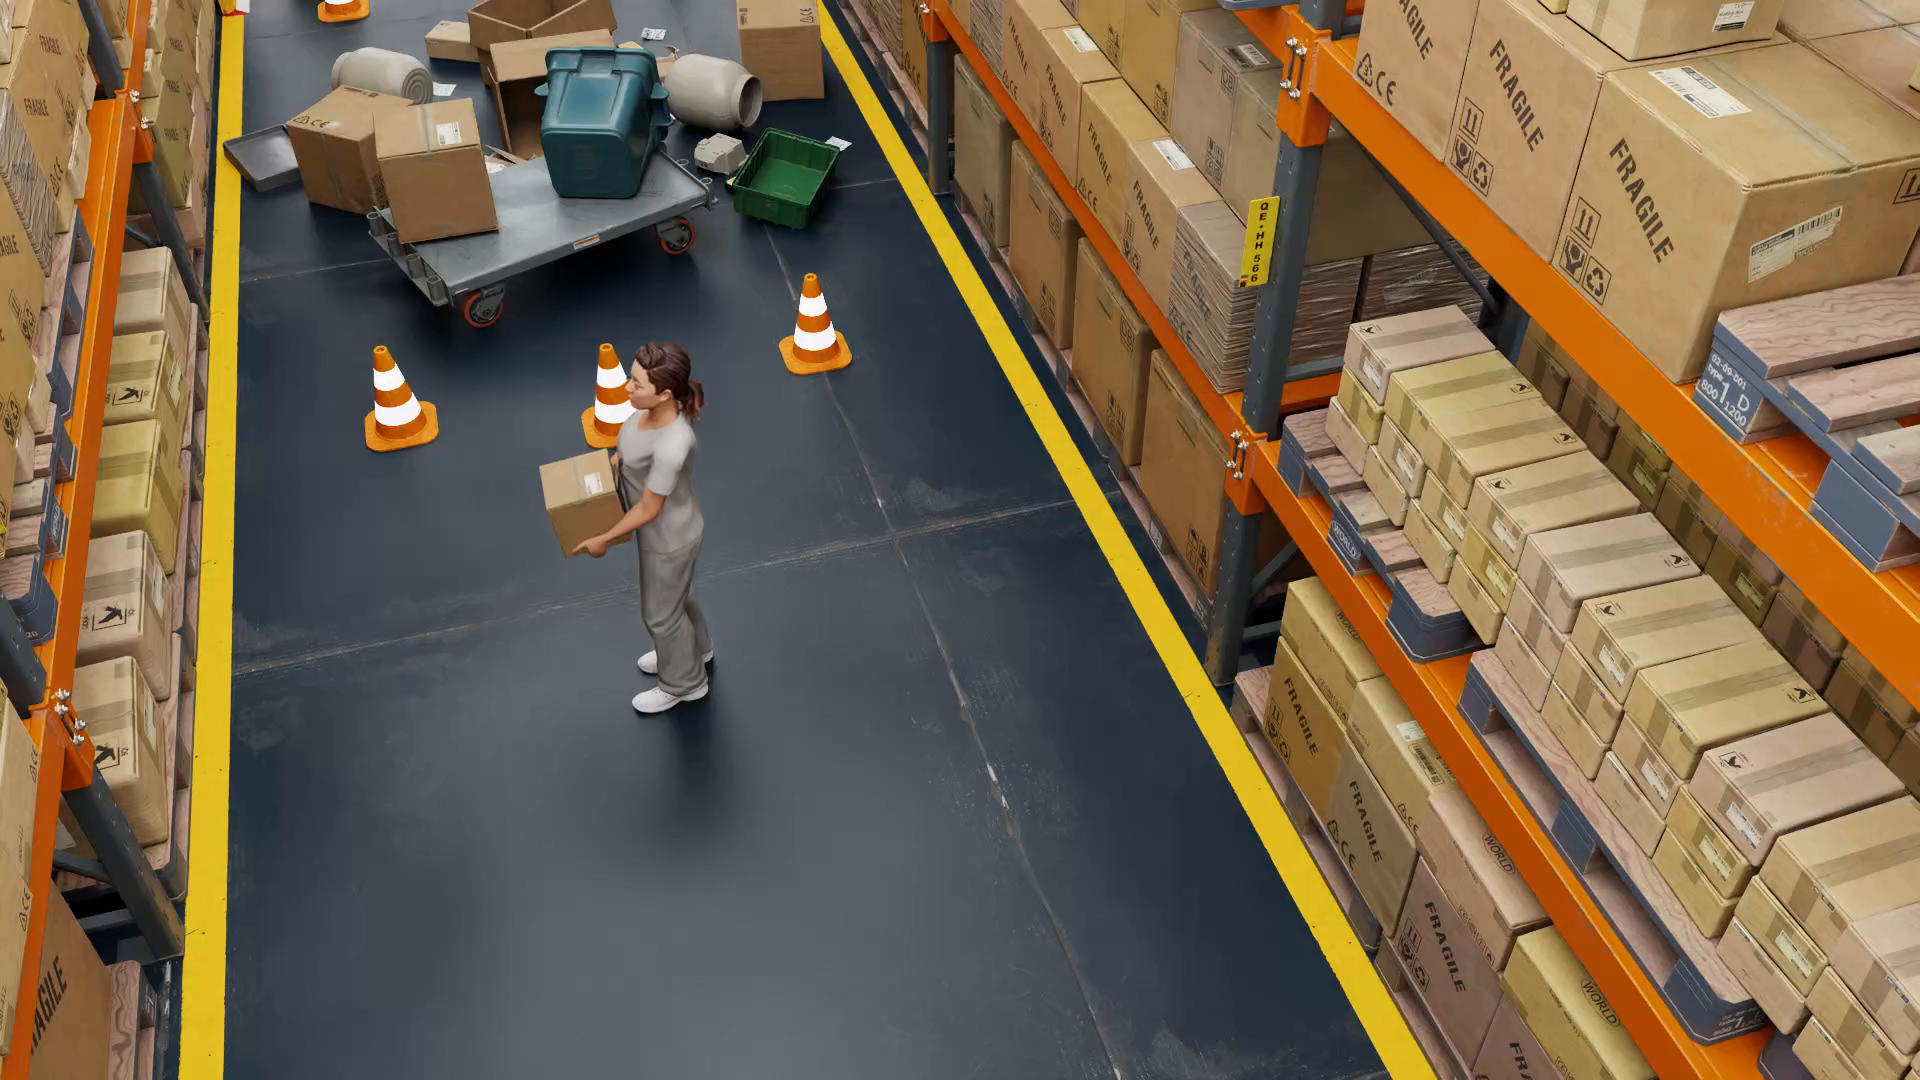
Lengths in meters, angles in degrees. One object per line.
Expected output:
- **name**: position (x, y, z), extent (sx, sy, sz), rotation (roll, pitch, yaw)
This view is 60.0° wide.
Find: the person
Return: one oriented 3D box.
- **person**: position (-1.168, -0.028, 6.202), extent (0.550, 1.662, 0.436), rotation (-11, 44, -12)
